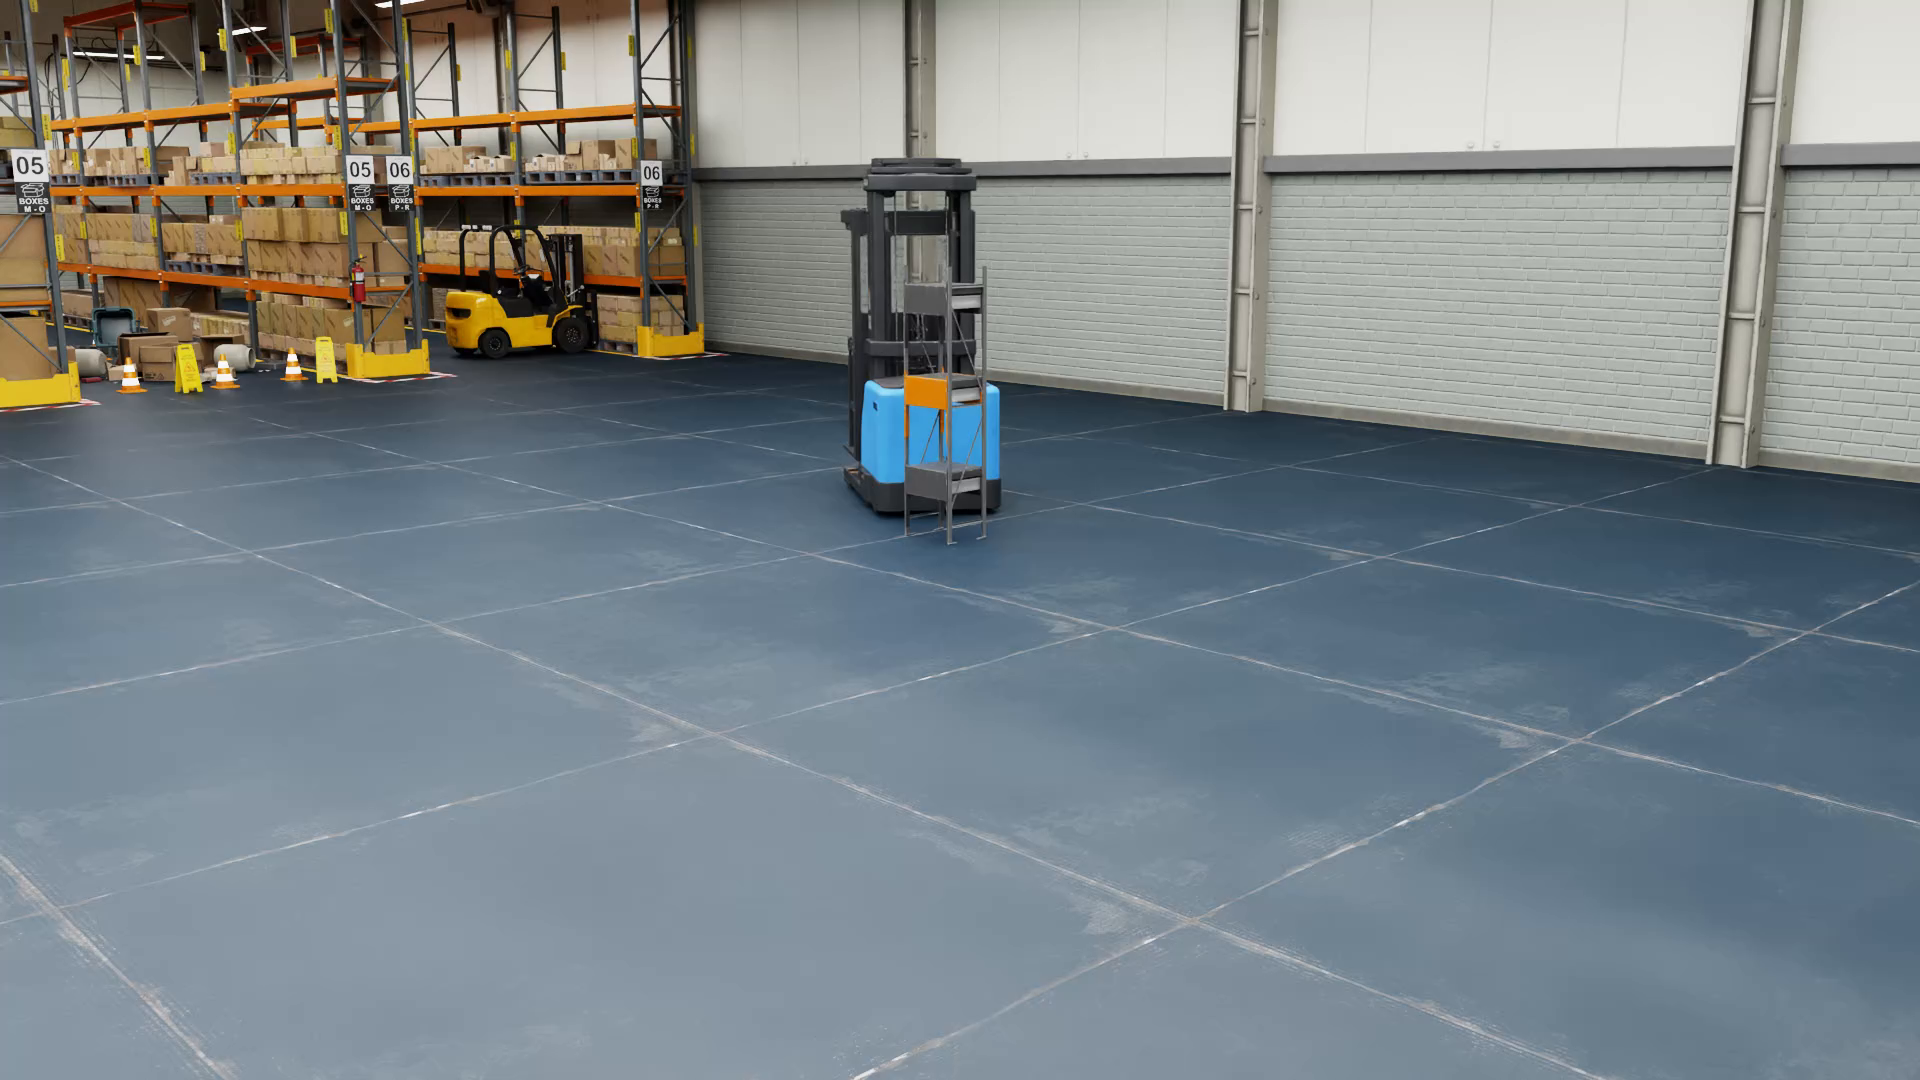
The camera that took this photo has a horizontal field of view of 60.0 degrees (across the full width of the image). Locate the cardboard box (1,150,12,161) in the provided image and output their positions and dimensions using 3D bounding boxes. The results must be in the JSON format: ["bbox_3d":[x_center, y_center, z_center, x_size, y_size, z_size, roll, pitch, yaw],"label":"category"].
[{"bbox_3d":[-12.011,-4.922,21.269,0.380,0.149,0.250,-11,16,-42],"label":"cardboard box"}]

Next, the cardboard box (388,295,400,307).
[{"bbox_3d":[-11.582,-4.955,34.681,0.500,0.500,0.500,-10,15,-40],"label":"cardboard box"}]

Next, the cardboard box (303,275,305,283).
[{"bbox_3d":[-9.950,-4.059,25.801,0.380,0.149,0.250,-11,16,-43],"label":"cardboard box"}]

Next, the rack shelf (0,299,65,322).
[{"bbox_3d":[-13.387,-3.166,22.629,1.077,0.370,4.000,-11,16,-43],"label":"rack shelf"}]

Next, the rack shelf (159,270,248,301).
[{"bbox_3d":[-12.639,-4.455,28.882,1.077,0.370,4.000,-11,16,-43],"label":"rack shelf"}]

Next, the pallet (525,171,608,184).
[{"bbox_3d":[-7.063,-6.512,29.872,1.003,0.211,1.213,-11,16,-43],"label":"pallet"}]

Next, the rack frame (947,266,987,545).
[{"bbox_3d":[0.054,-1.017,12.644,0.400,2.100,0.015,-11,16,-43],"label":"rack frame"}]

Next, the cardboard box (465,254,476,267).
[{"bbox_3d":[-9.242,-5.395,32.033,0.500,0.250,0.500,-10,15,-41],"label":"cardboard box"}]

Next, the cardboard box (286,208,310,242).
[{"bbox_3d":[-9.777,-4.795,25.288,0.700,0.500,0.500,-11,16,-43],"label":"cardboard box"}]

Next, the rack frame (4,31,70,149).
[{"bbox_3d":[-19.545,-9.205,35.288,1.000,3.000,0.127,-11,16,-43],"label":"rack frame"}]

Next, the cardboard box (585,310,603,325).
[{"bbox_3d":[-6.181,-3.902,28.951,0.500,0.250,0.500,-11,16,-44],"label":"cardboard box"}]

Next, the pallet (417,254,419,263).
[{"bbox_3d":[-10.952,-5.786,34.038,1.213,0.211,1.003,-11,16,-43],"label":"pallet"}]

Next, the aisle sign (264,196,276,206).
[{"bbox_3d":[-16.217,-8.201,38.841,0.394,0.787,0.004,-11,16,-43],"label":"aisle sign"}]

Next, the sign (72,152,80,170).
[{"bbox_3d":[-17.183,-7.366,32.320,0.100,0.325,0.005,-11,16,-43],"label":"sign"}]

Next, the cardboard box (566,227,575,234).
[{"bbox_3d":[-6.718,-5.455,29.362,0.380,0.149,0.250,-11,16,-43],"label":"cardboard box"}]

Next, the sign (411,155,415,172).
[{"bbox_3d":[-10.827,-7.438,32.866,0.100,0.325,0.005,-11,16,-43],"label":"sign"}]

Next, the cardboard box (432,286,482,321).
[{"bbox_3d":[-10.012,-4.741,33.332,0.875,0.625,0.625,-10,15,-41],"label":"cardboard box"}]

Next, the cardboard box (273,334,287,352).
[{"bbox_3d":[-10.669,-3.174,26.657,0.500,0.250,0.500,-10,15,-39],"label":"cardboard box"}]

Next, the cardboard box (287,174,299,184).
[{"bbox_3d":[-10.037,-5.508,25.403,0.380,0.149,0.250,-11,16,-43],"label":"cardboard box"}]

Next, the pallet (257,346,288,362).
[{"bbox_3d":[-10.769,-3.056,27.222,1.003,0.211,1.213,-11,16,-43],"label":"pallet"}]

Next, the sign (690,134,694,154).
[{"bbox_3d":[-4.503,-6.636,27.891,0.100,0.325,0.005,-11,16,-43],"label":"sign"}]

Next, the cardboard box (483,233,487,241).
[{"bbox_3d":[-8.802,-5.738,31.473,0.250,0.149,0.380,11,16,44],"label":"cardboard box"}]

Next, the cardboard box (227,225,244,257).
[{"bbox_3d":[-11.743,-4.951,27.482,0.500,0.500,0.500,-11,16,-44],"label":"cardboard box"}]

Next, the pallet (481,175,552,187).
[{"bbox_3d":[-8.289,-6.710,31.085,1.217,0.209,0.805,11,16,43],"label":"pallet"}]

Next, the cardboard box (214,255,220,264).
[{"bbox_3d":[-12.365,-4.745,28.089,0.380,0.149,0.250,-11,16,-42],"label":"cardboard box"}]

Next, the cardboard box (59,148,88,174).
[{"bbox_3d":[-17.737,-7.649,33.628,0.797,0.503,0.637,-9,15,-38],"label":"cardboard box"}]

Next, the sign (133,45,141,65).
[{"bbox_3d":[-14.419,-8.494,29.133,0.100,0.325,0.005,-11,16,-43],"label":"sign"}]

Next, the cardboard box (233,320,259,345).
[{"bbox_3d":[-11.622,-3.510,27.985,0.950,0.372,0.625,-11,16,-42],"label":"cardboard box"}]

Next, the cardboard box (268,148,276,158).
[{"bbox_3d":[-10.530,-6.015,25.888,0.250,0.149,0.380,11,16,43],"label":"cardboard box"}]

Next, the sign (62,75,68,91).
[{"bbox_3d":[-19.143,-9.774,35.543,0.100,0.325,0.005,-11,16,-43],"label":"sign"}]

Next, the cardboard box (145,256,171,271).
[{"bbox_3d":[-14.557,-5.063,30.424,0.500,0.250,0.500,11,16,43],"label":"cardboard box"}]

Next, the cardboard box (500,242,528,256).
[{"bbox_3d":[-8.194,-5.415,30.892,0.500,0.250,0.500,-11,16,-44],"label":"cardboard box"}]

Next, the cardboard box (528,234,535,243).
[{"bbox_3d":[-7.641,-5.491,30.273,0.380,0.149,0.250,-11,16,-43],"label":"cardboard box"}]

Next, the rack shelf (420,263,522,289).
[{"bbox_3d":[-9.052,-5.147,32.242,1.077,0.370,4.000,-11,16,-43],"label":"rack shelf"}]

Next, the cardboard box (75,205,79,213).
[{"bbox_3d":[-17.494,-6.631,33.330,0.380,0.149,0.250,-11,16,-42],"label":"cardboard box"}]

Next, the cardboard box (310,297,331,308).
[{"bbox_3d":[-9.711,-3.637,25.439,0.380,0.149,0.250,-11,16,-42],"label":"cardboard box"}]

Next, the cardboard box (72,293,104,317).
[{"bbox_3d":[-17.757,-4.870,34.427,0.875,0.438,0.875,11,16,43],"label":"cardboard box"}]

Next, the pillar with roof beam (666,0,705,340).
[{"bbox_3d":[-7.851,-7.189,25.505,9.100,9.000,0.400,-11,16,-43],"label":"pillar with roof beam"}]

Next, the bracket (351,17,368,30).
[{"bbox_3d":[-12.994,-11.193,36.020,0.235,0.232,0.430,-11,16,-43],"label":"bracket"}]

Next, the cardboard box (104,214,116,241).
[{"bbox_3d":[-15.971,-5.973,31.744,0.500,0.500,0.500,11,16,44],"label":"cardboard box"}]

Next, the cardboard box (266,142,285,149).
[{"bbox_3d":[-11.723,-6.574,28.044,0.500,0.250,0.500,-11,16,-44],"label":"cardboard box"}]

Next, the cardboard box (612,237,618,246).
[{"bbox_3d":[-5.683,-5.081,28.286,0.380,0.149,0.250,-11,16,-42],"label":"cardboard box"}]

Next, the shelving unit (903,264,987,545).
[{"bbox_3d":[-0.114,-1.053,12.817,0.431,2.100,0.503,-11,16,-43],"label":"shelving unit"}]

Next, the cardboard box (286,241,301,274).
[{"bbox_3d":[-10.091,-4.391,25.804,0.500,0.500,0.500,-11,16,-42],"label":"cardboard box"}]

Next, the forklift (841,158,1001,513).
[{"bbox_3d":[-0.460,-1.912,14.928,1.130,2.935,3.031,-2,12,-12],"label":"forklift"}]

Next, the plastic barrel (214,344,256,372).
[{"bbox_3d":[-11.017,-2.760,25.258,0.512,0.421,0.421,-1,12,-4],"label":"plastic barrel"}]

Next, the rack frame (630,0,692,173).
[{"bbox_3d":[-4.908,-7.562,27.314,1.000,3.000,0.127,-11,16,-43],"label":"rack frame"}]

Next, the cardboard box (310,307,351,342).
[{"bbox_3d":[-9.600,-3.314,25.477,0.500,0.500,0.500,-10,15,-40],"label":"cardboard box"}]

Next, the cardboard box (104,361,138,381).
[{"bbox_3d":[-12.249,-2.477,24.277,0.396,0.266,0.258,-8,14,-33],"label":"cardboard box"}]

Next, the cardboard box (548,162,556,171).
[{"bbox_3d":[-7.049,-6.588,29.355,0.380,0.149,0.250,-10,15,-41],"label":"cardboard box"}]

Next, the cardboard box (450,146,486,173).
[{"bbox_3d":[-9.406,-7.276,31.822,0.500,0.500,0.500,-10,16,-41],"label":"cardboard box"}]

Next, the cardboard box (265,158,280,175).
[{"bbox_3d":[-10.453,-5.805,25.856,0.500,0.250,0.500,-11,16,-42],"label":"cardboard box"}]
